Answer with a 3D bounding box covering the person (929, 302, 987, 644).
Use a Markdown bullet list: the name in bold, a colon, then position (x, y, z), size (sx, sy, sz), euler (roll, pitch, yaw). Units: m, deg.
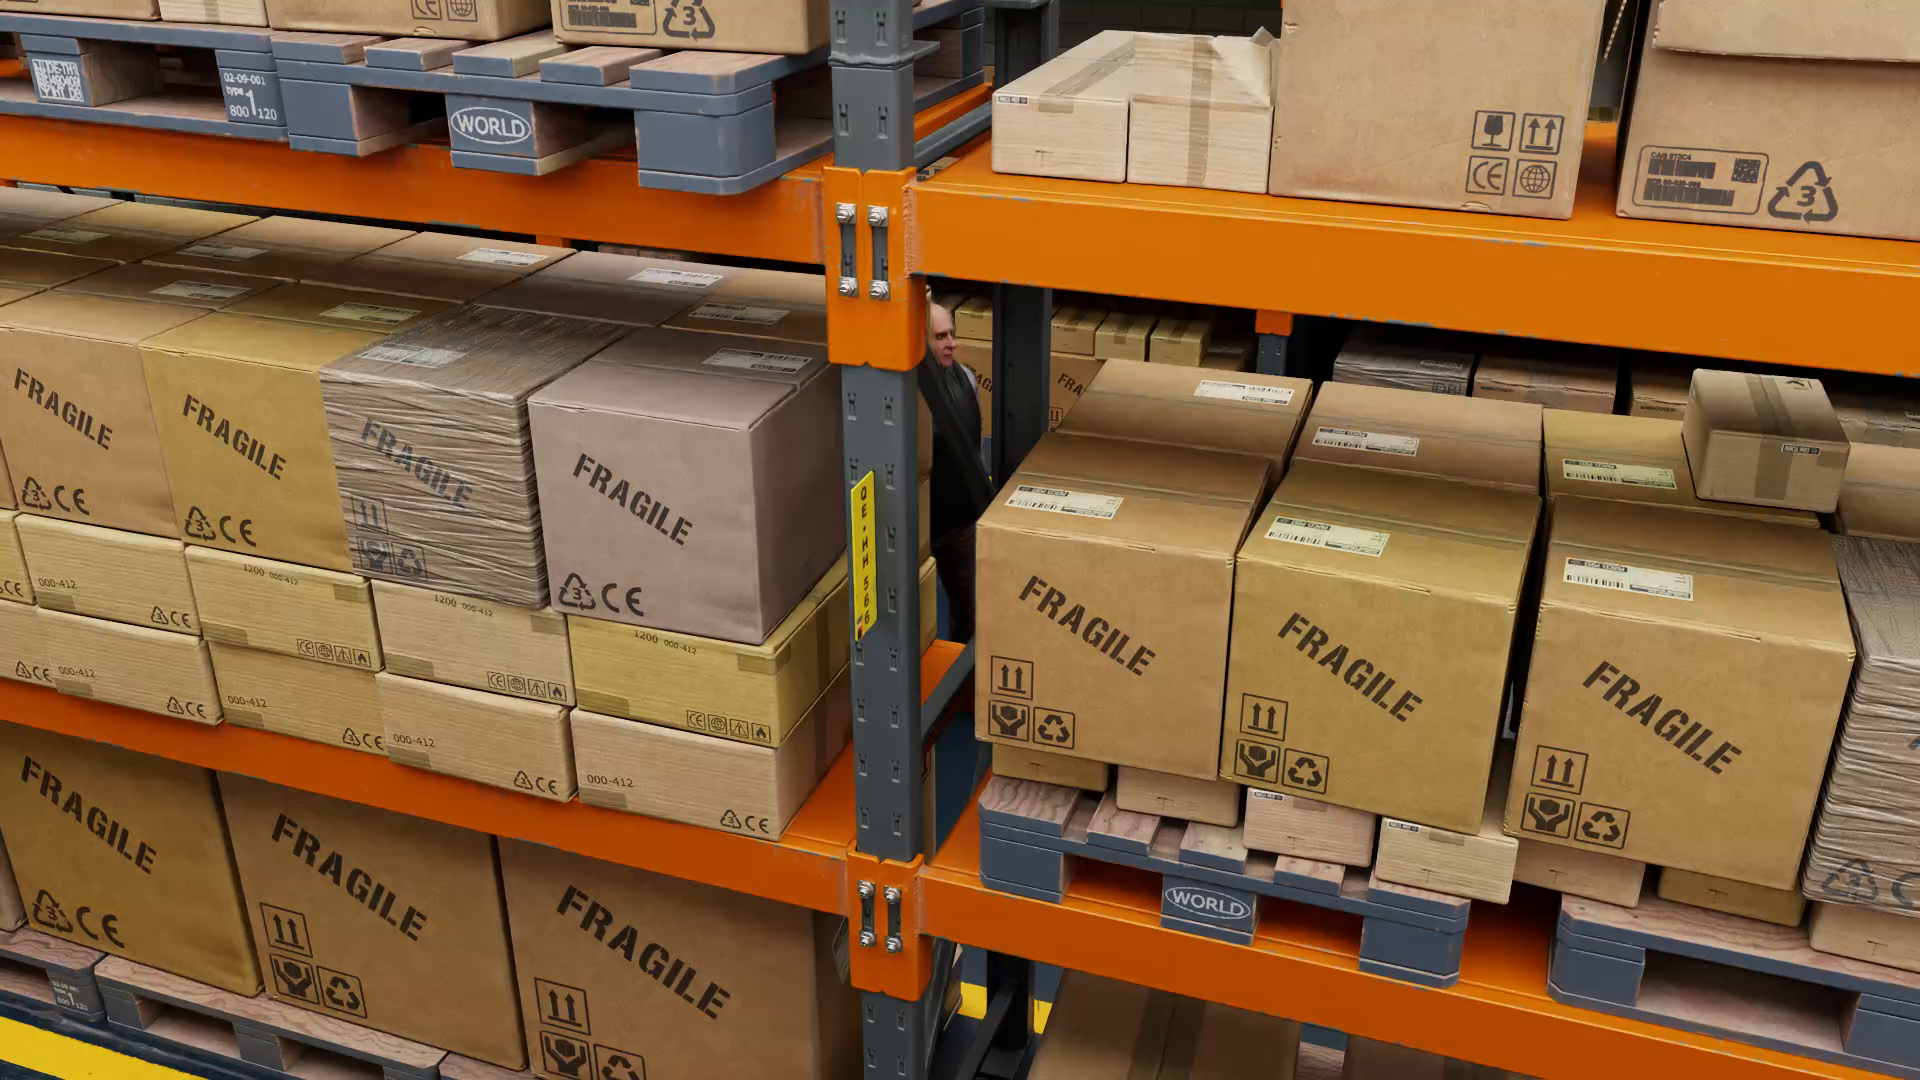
- **person**: position (-0.096, -0.065, 6.227), size (0.689, 1.717, 0.488), euler (-18, 31, -33)
